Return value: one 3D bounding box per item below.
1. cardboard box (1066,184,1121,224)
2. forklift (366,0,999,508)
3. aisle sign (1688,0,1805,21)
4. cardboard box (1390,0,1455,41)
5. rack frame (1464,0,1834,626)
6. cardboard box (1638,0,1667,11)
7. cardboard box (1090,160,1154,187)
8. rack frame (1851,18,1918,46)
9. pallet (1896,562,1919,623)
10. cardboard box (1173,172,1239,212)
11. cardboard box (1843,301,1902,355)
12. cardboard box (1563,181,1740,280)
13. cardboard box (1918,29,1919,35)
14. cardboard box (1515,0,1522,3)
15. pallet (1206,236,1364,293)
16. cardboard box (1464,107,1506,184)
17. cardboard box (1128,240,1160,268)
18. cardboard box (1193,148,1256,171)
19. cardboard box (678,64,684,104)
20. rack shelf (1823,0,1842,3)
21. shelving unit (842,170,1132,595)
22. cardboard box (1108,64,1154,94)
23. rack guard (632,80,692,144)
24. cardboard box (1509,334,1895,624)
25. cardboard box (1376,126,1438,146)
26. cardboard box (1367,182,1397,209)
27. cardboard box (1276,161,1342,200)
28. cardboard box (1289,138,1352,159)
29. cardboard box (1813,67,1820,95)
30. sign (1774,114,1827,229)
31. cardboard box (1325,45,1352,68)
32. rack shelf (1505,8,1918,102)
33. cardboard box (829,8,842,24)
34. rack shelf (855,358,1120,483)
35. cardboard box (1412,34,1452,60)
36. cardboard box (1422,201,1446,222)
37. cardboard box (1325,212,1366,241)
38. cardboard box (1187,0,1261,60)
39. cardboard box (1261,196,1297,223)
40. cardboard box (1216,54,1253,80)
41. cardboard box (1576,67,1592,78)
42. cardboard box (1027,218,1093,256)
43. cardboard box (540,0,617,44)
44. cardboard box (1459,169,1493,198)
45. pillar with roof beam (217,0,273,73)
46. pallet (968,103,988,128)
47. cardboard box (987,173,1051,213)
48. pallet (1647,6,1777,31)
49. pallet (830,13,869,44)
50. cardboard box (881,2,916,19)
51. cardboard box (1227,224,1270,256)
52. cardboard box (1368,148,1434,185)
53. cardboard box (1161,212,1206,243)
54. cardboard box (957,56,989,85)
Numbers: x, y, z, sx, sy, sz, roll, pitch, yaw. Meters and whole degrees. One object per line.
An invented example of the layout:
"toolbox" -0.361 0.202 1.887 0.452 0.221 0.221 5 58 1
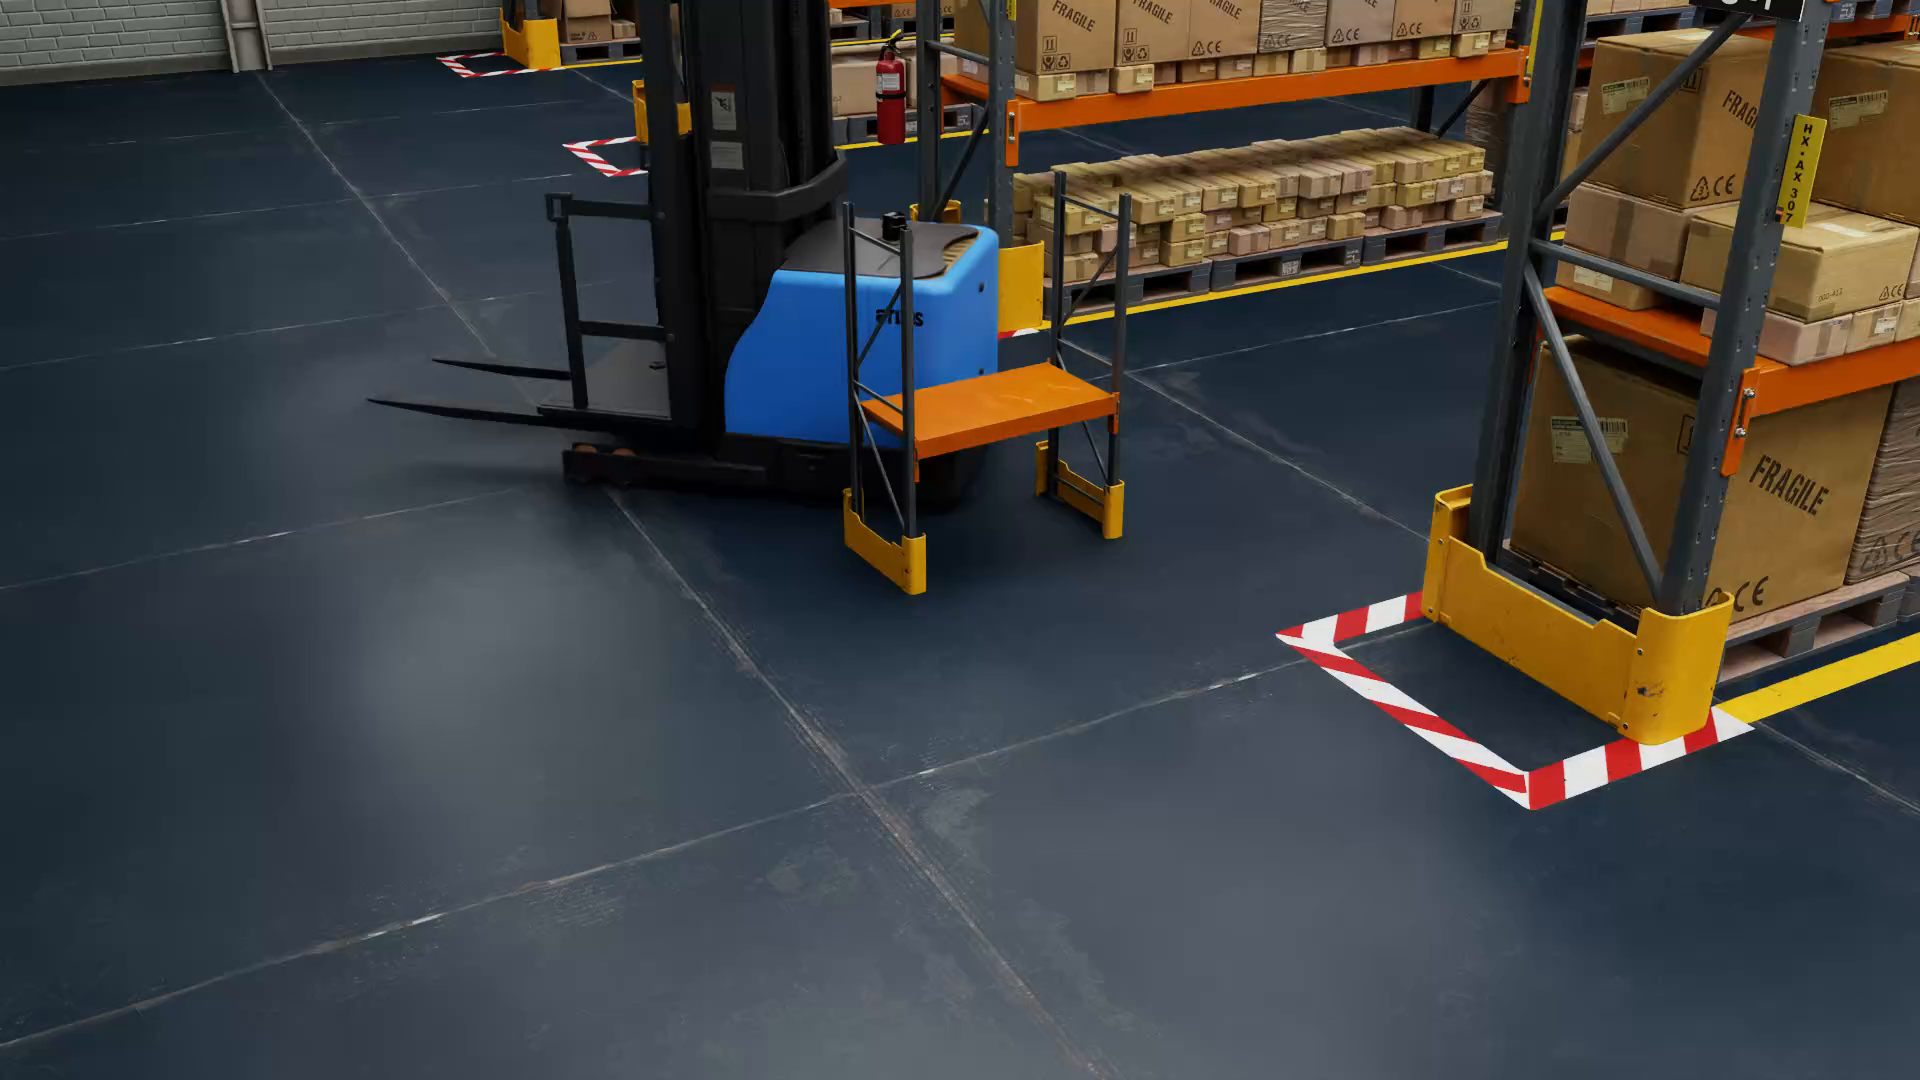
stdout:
"cardboard box" 0.831 -2.058 10.193 0.250 0.149 0.380 -12 28 -24
"forklift" -1.376 -1.793 7.599 3.031 2.935 1.130 6 26 13
"aisle sign" 2.344 -1.935 4.811 0.004 0.787 0.394 -13 29 -25
"cardboard box" 2.799 -3.489 10.592 0.500 0.500 0.500 -14 29 -26
"rack frame" 2.267 -0.892 5.643 0.127 3.000 1.000 -13 29 -25
"cardboard box" 4.580 -3.710 11.318 0.250 0.149 0.380 -13 28 -25
"cardboard box" 1.045 -2.343 10.786 0.250 0.149 0.380 -14 29 -27
"rack frame" 7.081 -4.436 13.025 0.127 3.000 1.000 -13 29 -25
"pallet" 4.010 -0.075 7.162 1.213 0.211 1.003 -13 29 -25
"cardboard box" 1.542 -2.196 10.479 0.250 0.149 0.380 -12 28 -23
"cardboard box" 2.961 -0.778 5.695 0.250 0.149 0.380 -13 29 -26
"cardboard box" 2.569 -1.159 6.027 0.500 0.250 0.500 -13 29 -26
"cardboard box" 8.430 -3.881 13.981 0.750 0.750 1.050 -13 28 -24
"cardboard box" 3.808 -3.854 11.617 0.250 0.149 0.380 -14 29 -26
"pallet" 1.897 -1.964 11.097 1.213 0.211 1.003 -13 29 -25
"cardboard box" 4.086 -2.931 12.292 0.500 0.500 0.500 -14 29 -26
"cardboard box" 1.043 -1.833 10.412 0.250 0.149 0.380 -13 28 -25
"cardboard box" 1.759 -2.495 11.101 0.250 0.149 0.380 -13 28 -25
"cardboard box" -1.861 -3.884 14.349 0.875 0.438 0.875 -14 29 -27
"rack shelf" 4.031 -2.327 5.998 4.000 0.370 1.077 -13 29 -25
"shelving unit" 0.104 -0.679 6.931 1.083 1.500 0.587 -15 29 -28
"cardboard box" 0.929 -2.737 9.774 0.250 0.149 0.380 -14 29 -27
"rack guard" -2.418 -3.545 14.056 0.348 0.500 1.175 -13 29 -25
"cardboard box" 2.794 -0.285 6.347 0.875 0.875 0.875 -13 29 -25
"cardboard box" 3.150 -2.803 11.744 0.250 0.149 0.380 -12 28 -23
"cardboard box" 2.694 -2.340 11.122 0.250 0.149 0.380 -13 28 -25
"cardboard box" 2.243 -2.328 10.755 0.250 0.149 0.380 -14 29 -27
"cardboard box" 2.459 -2.637 11.399 0.250 0.149 0.380 -14 29 -26
"cardboard box" 6.160 -3.490 12.591 0.500 0.250 0.500 -13 28 -24
"sign" 2.522 -1.105 4.994 0.005 0.325 0.100 -13 29 -25
"cardboard box" 2.255 -3.094 10.519 0.250 0.149 0.380 -13 29 -26
"rack shelf" 5.316 -3.705 12.332 4.000 0.370 1.077 -13 29 -25
"cardboard box" -1.560 -6.065 19.225 0.250 0.149 0.380 -14 29 -27
"rack shelf" 0.112 -0.519 7.013 1.000 0.185 0.538 -15 29 -28
"cardboard box" 2.969 -3.235 10.813 0.250 0.149 0.380 -12 28 -23
"cardboard box" 3.097 -2.295 11.373 0.250 0.149 0.380 -12 28 -24
"cardboard box" 2.452 -2.105 10.977 0.250 0.149 0.380 -13 29 -25
"cardboard box" 1.446 -3.186 9.961 0.500 0.500 0.500 -13 28 -24
"cardboard box" 1.977 -2.195 10.822 0.250 0.149 0.380 -12 28 -23
"cardboard box" 1.576 -2.927 10.171 0.250 0.149 0.380 -14 29 -26
"cardboard box" 4.549 -3.370 12.340 0.500 0.250 0.500 -12 28 -23
"cardboard box" 0.605 -1.854 10.111 0.250 0.149 0.380 -12 28 -23
"cardboard box" -4.151 -5.724 18.106 0.637 0.503 0.797 -14 29 -27
"cardboard box" 3.423 -2.474 11.403 0.250 0.149 0.380 -12 28 -24
"pillar with roof beam" -5.513 -7.427 12.323 0.400 9.000 9.100 -13 29 -25
"pallet" 0.425 -4.110 15.566 1.213 0.211 1.003 -13 29 -25
"cardboard box" 0.370 -2.184 10.454 0.250 0.149 0.380 -13 28 -25
"pallet" 5.353 -3.931 12.194 1.213 0.211 1.003 -13 29 -25
"pallet" -1.813 -5.990 19.482 1.213 0.211 1.003 -13 29 -25
"cardboard box" -0.674 -6.462 19.645 0.500 0.500 0.500 -12 28 -23
"cardboard box" 1.761 -1.949 10.653 0.250 0.149 0.380 -15 29 -28
"cardboard box" 2.937 -2.502 11.116 0.250 0.149 0.380 -13 29 -26
"cardboard box" 1.325 -1.983 10.379 0.250 0.149 0.380 -12 28 -24
"cardboard box" 0.176 -2.868 10.048 0.250 0.149 0.380 -13 29 -25
